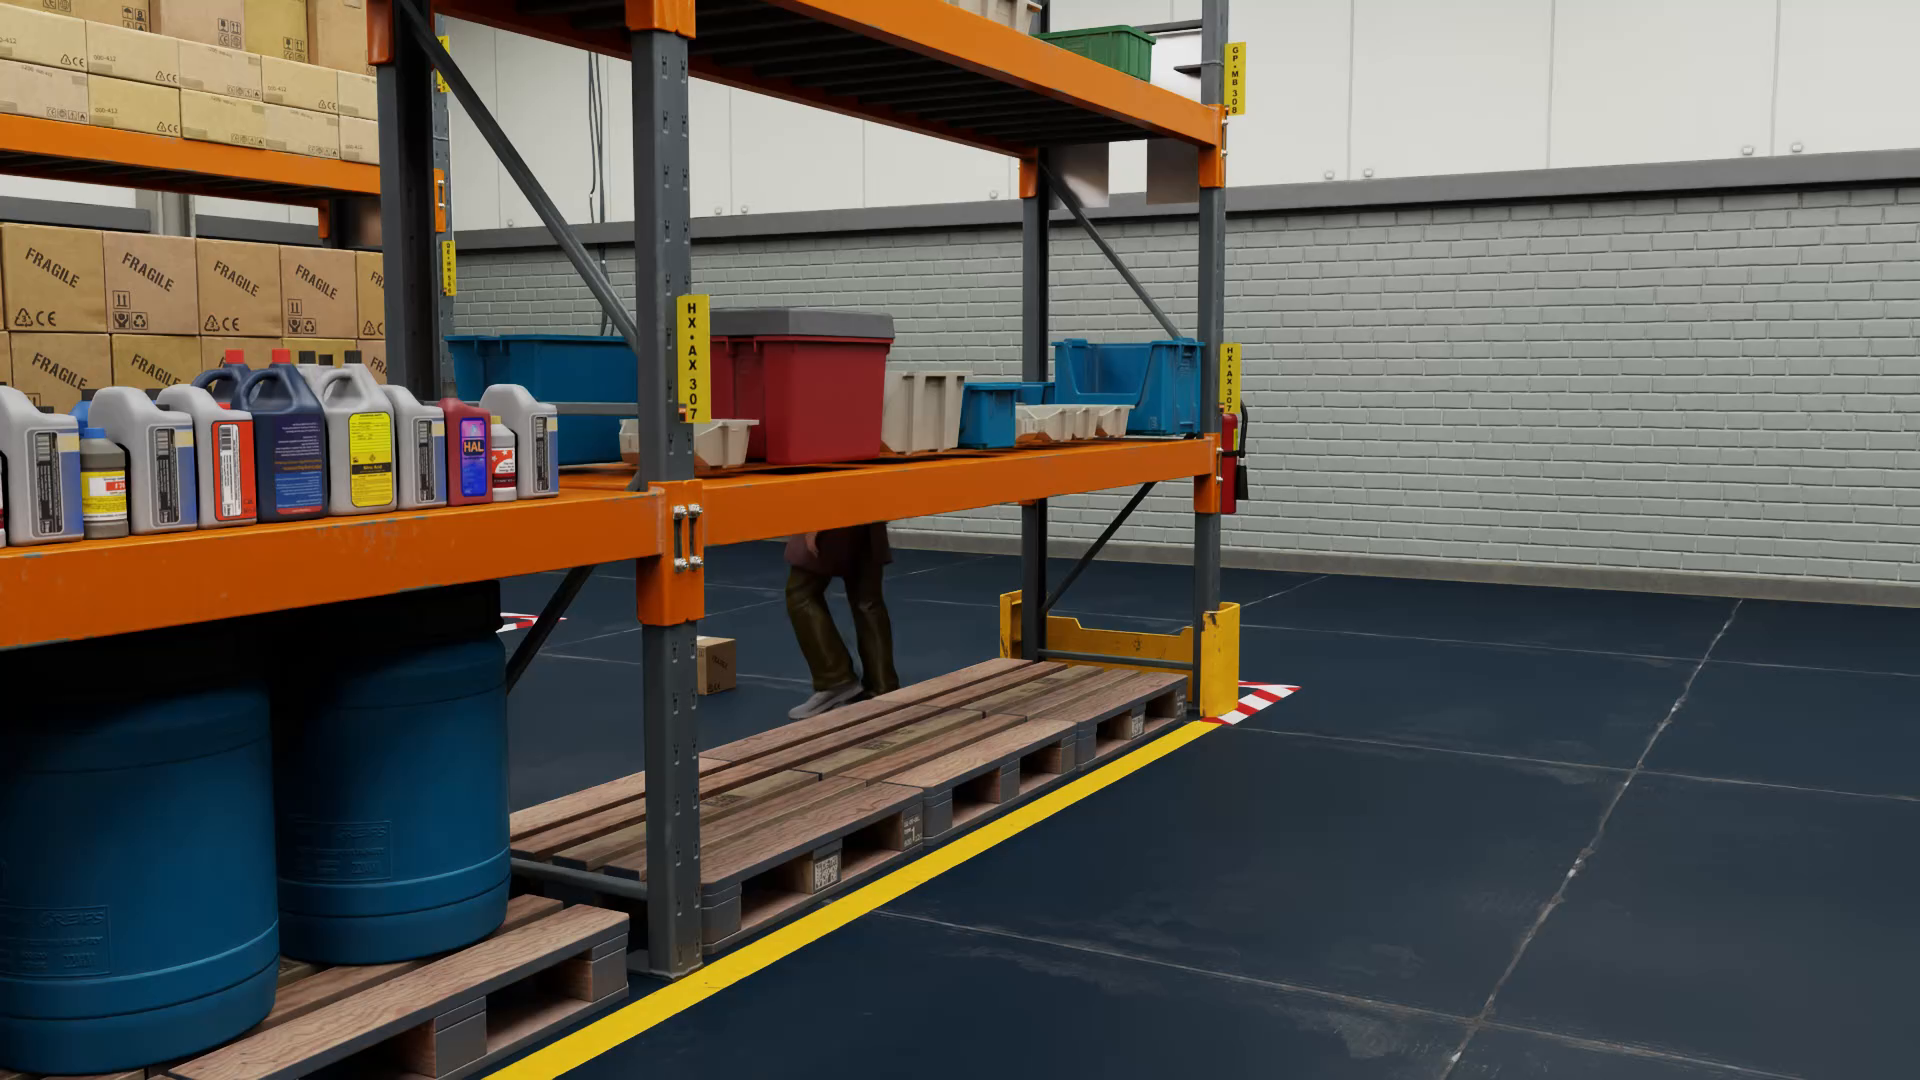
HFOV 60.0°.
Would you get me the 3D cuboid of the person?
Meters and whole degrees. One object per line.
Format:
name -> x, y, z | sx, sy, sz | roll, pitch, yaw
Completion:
person -> -0.505, -0.067, 7.790 | 0.546, 1.797, 0.628 | 4, 7, 36
